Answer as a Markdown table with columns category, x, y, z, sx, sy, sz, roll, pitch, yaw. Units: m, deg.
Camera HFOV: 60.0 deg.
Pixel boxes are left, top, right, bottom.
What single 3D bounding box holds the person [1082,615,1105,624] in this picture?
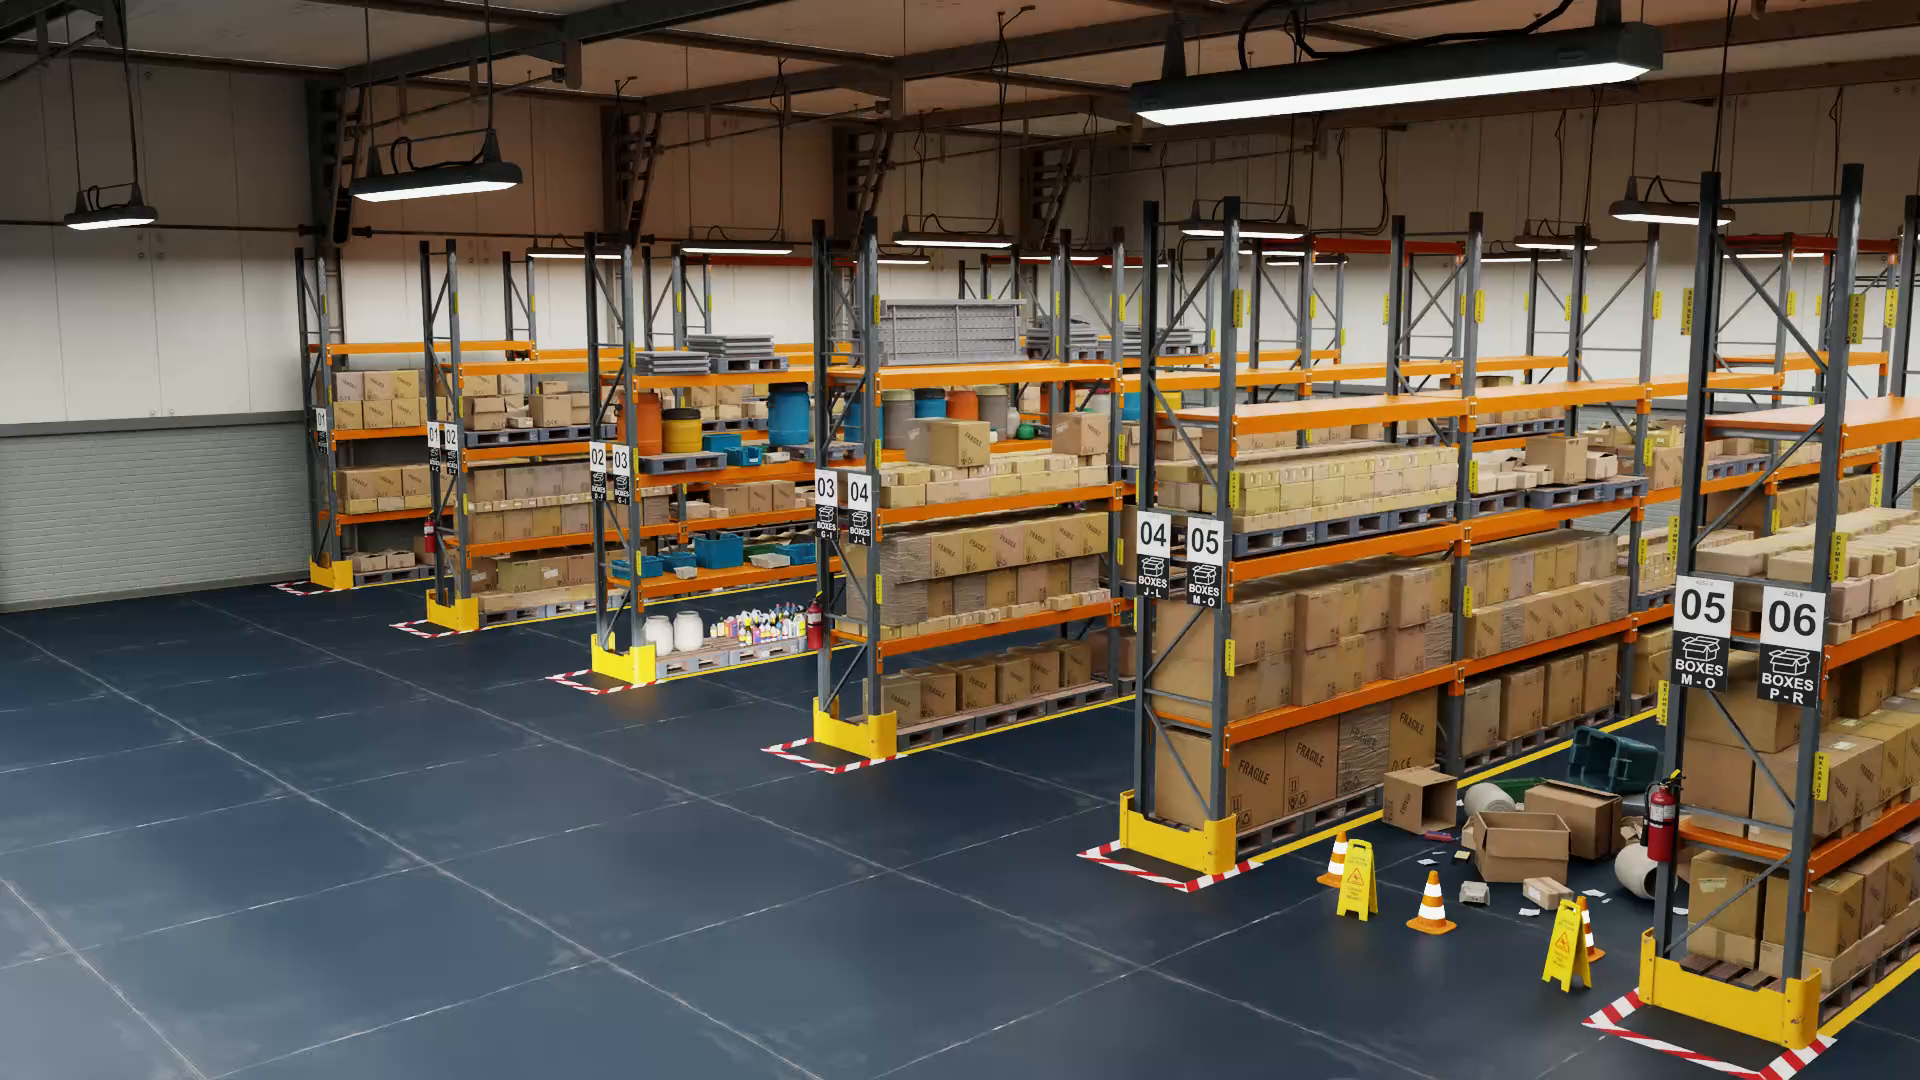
| category | x | y | z | sx | sy | sz | roll | pitch | yaw |
| --- | --- | --- | --- | --- | --- | --- | --- | --- | --- |
| person | 2.025 | 0.402 | 25.020 | 0.586 | 1.693 | 0.860 | 6 | 10 | 35 |
